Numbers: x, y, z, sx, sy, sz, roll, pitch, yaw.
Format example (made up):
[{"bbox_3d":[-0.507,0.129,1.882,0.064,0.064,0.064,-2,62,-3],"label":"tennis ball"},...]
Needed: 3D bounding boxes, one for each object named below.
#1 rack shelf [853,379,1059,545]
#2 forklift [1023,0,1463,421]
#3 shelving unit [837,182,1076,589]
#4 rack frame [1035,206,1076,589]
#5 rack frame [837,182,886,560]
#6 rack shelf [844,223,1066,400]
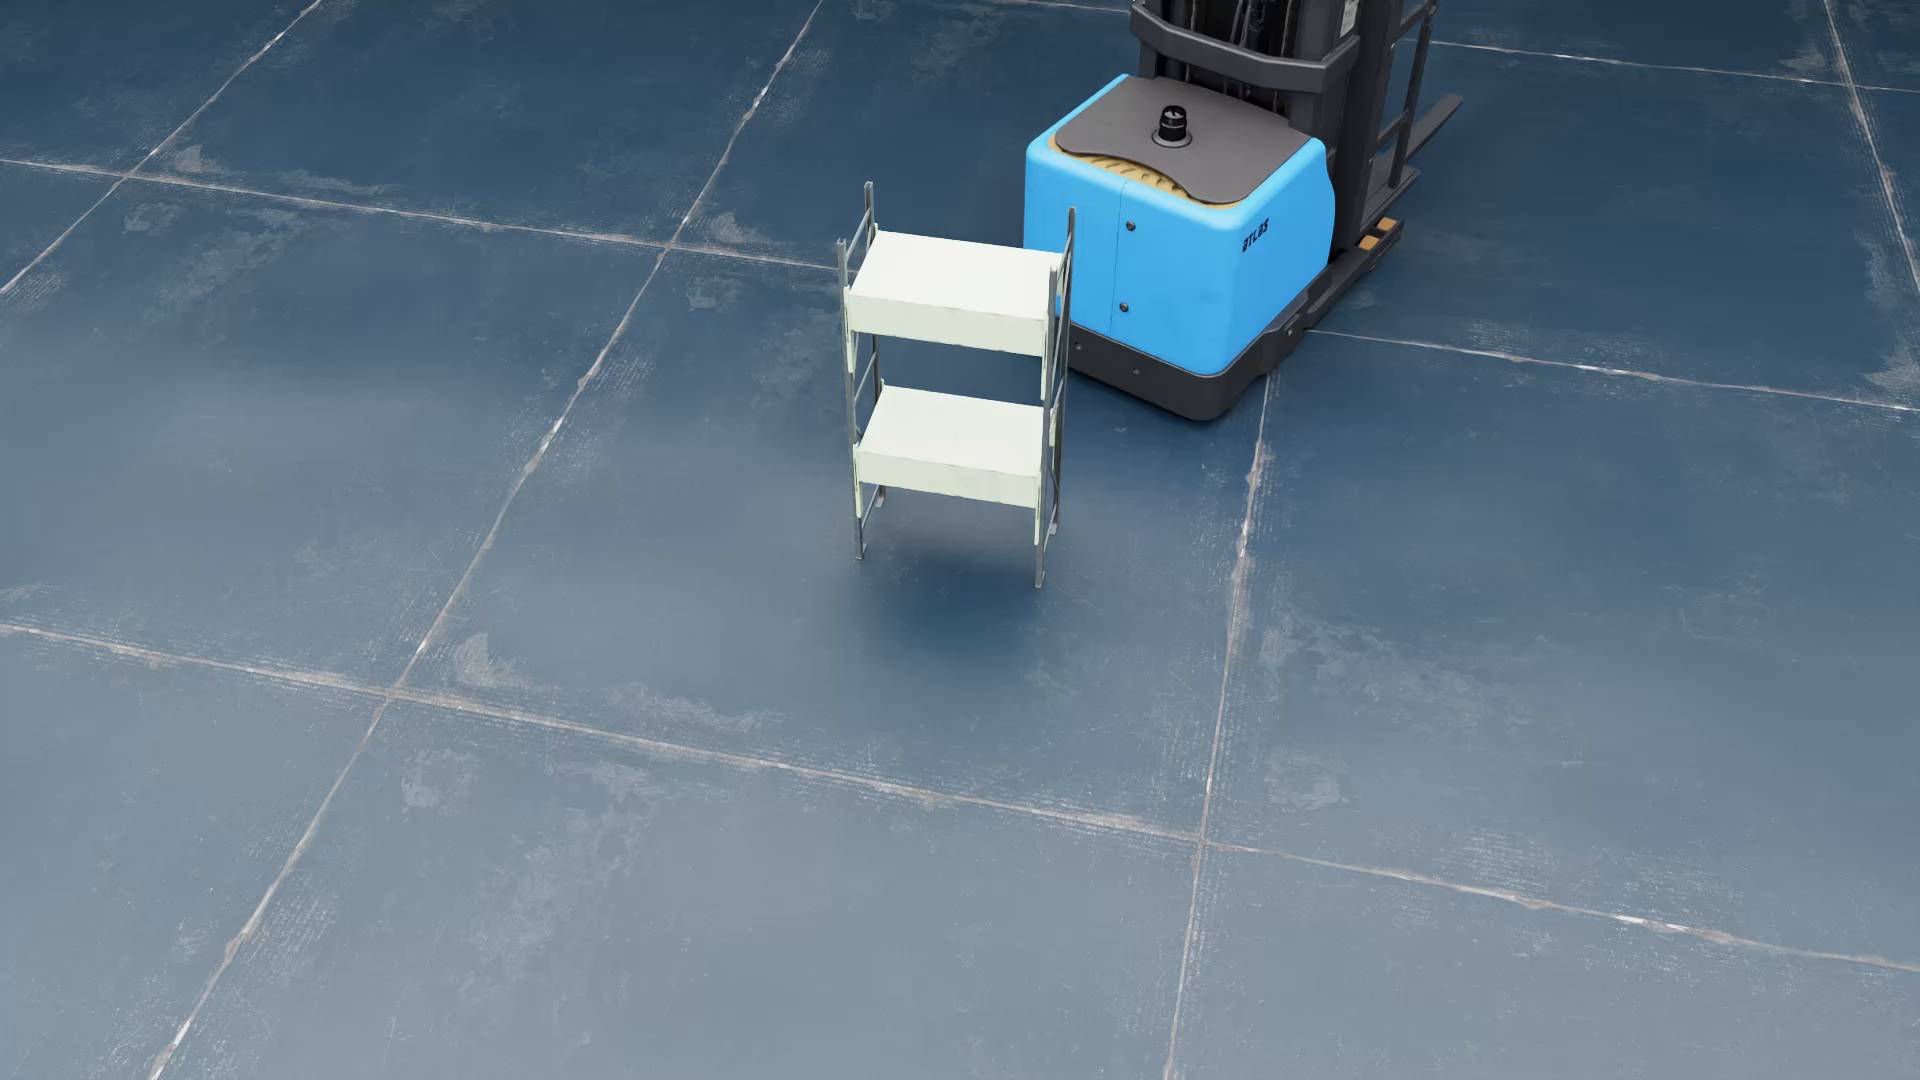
[{"bbox_3d":[-0.007,-0.306,6.457,0.720,0.370,0.431,9,45,9],"label":"rack shelf"},{"bbox_3d":[1.532,-2.553,7.289,1.130,2.935,3.031,27,50,25],"label":"forklift"},{"bbox_3d":[-0.007,-0.541,6.231,0.755,1.500,0.431,9,45,9],"label":"shelving unit"},{"bbox_3d":[0.351,-0.486,6.173,0.023,1.500,0.400,9,45,9],"label":"rack frame"},{"bbox_3d":[-0.364,-0.597,6.289,0.023,1.500,0.400,9,45,9],"label":"rack frame"},{"bbox_3d":[-0.007,-0.823,5.960,0.720,0.370,0.431,9,45,9],"label":"rack shelf"}]
